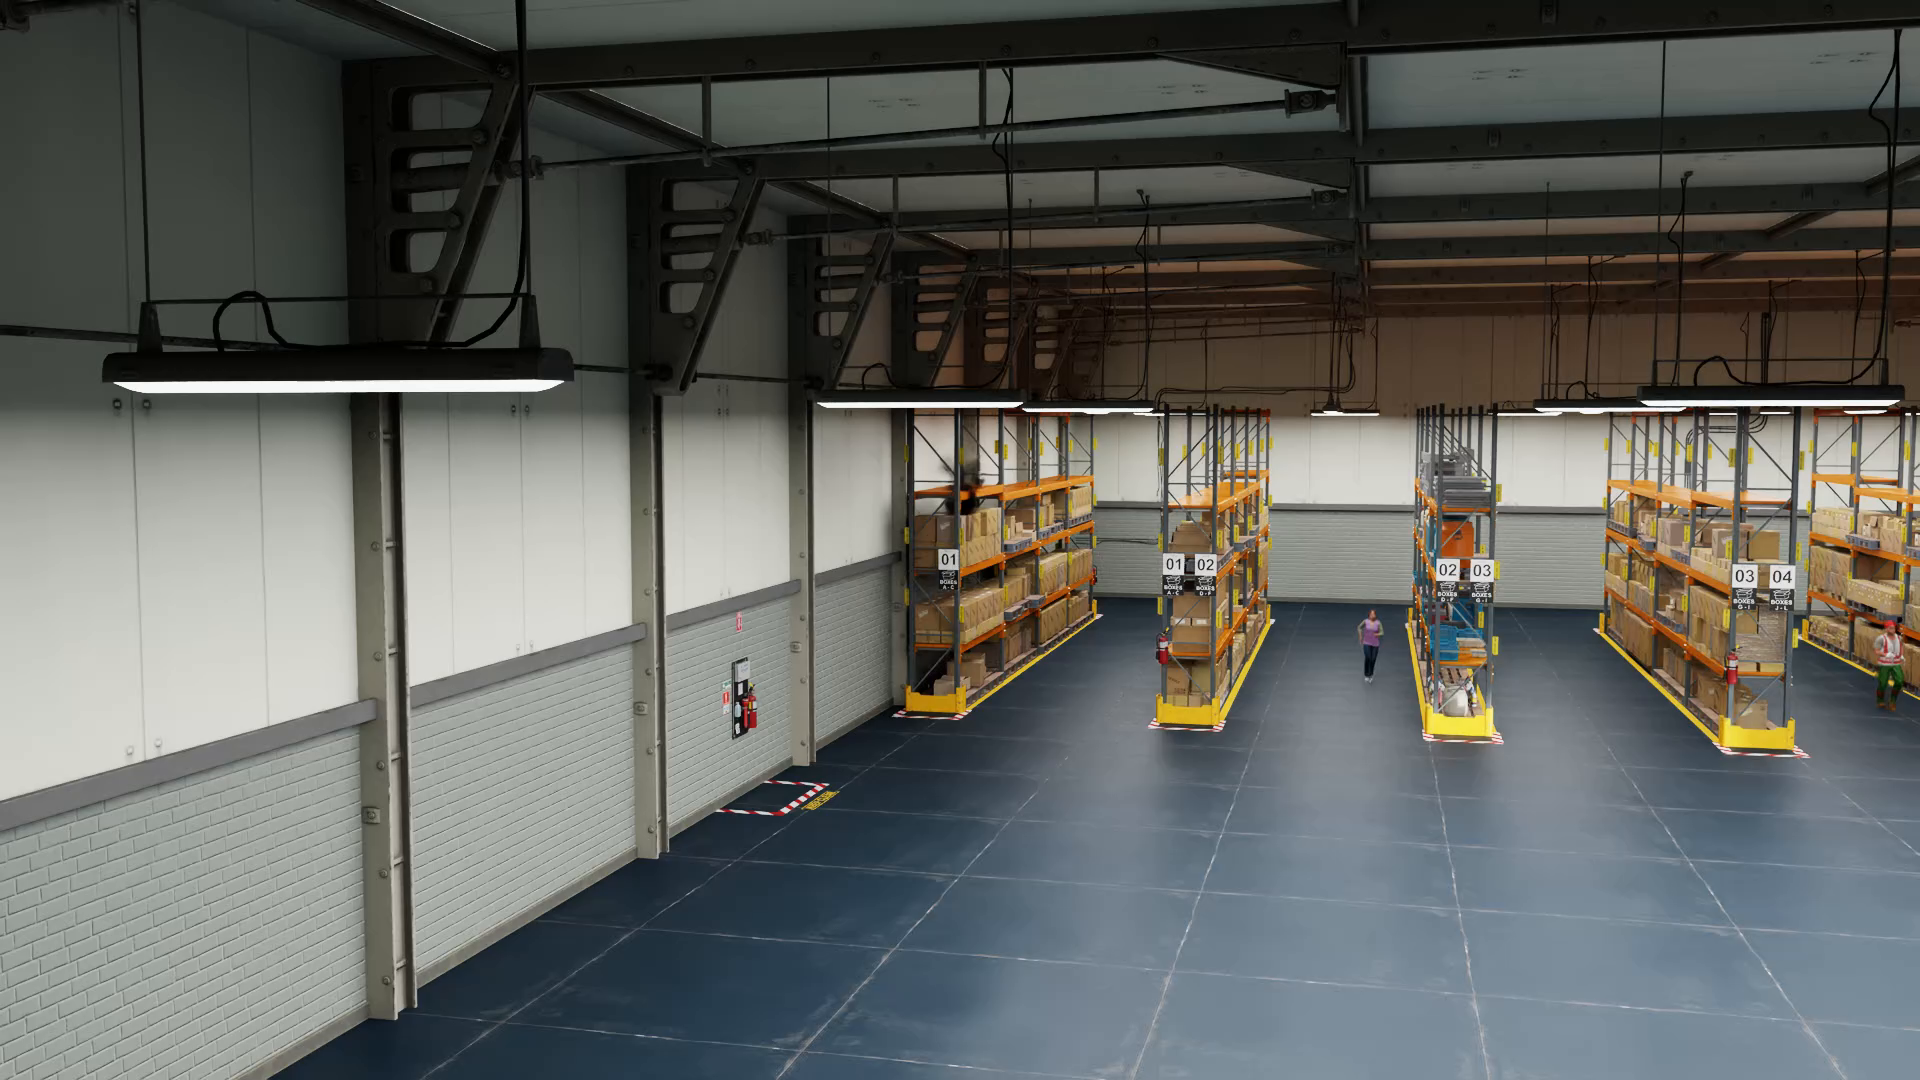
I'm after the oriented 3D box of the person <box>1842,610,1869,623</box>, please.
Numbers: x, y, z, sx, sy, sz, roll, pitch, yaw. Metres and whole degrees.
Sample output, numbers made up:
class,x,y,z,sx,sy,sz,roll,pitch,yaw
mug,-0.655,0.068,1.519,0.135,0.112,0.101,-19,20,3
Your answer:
class,x,y,z,sx,sy,sz,roll,pitch,yaw
person,23.566,1.721,43.905,0.673,1.619,0.822,-3,5,-31

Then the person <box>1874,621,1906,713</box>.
class,x,y,z,sx,sy,sz,roll,pitch,yaw
person,18.187,2.466,32.495,0.643,1.796,0.799,1,4,9

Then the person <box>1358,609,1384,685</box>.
class,x,y,z,sx,sy,sz,roll,pitch,yaw
person,8.895,2.301,35.983,0.515,1.622,0.663,0,4,6
